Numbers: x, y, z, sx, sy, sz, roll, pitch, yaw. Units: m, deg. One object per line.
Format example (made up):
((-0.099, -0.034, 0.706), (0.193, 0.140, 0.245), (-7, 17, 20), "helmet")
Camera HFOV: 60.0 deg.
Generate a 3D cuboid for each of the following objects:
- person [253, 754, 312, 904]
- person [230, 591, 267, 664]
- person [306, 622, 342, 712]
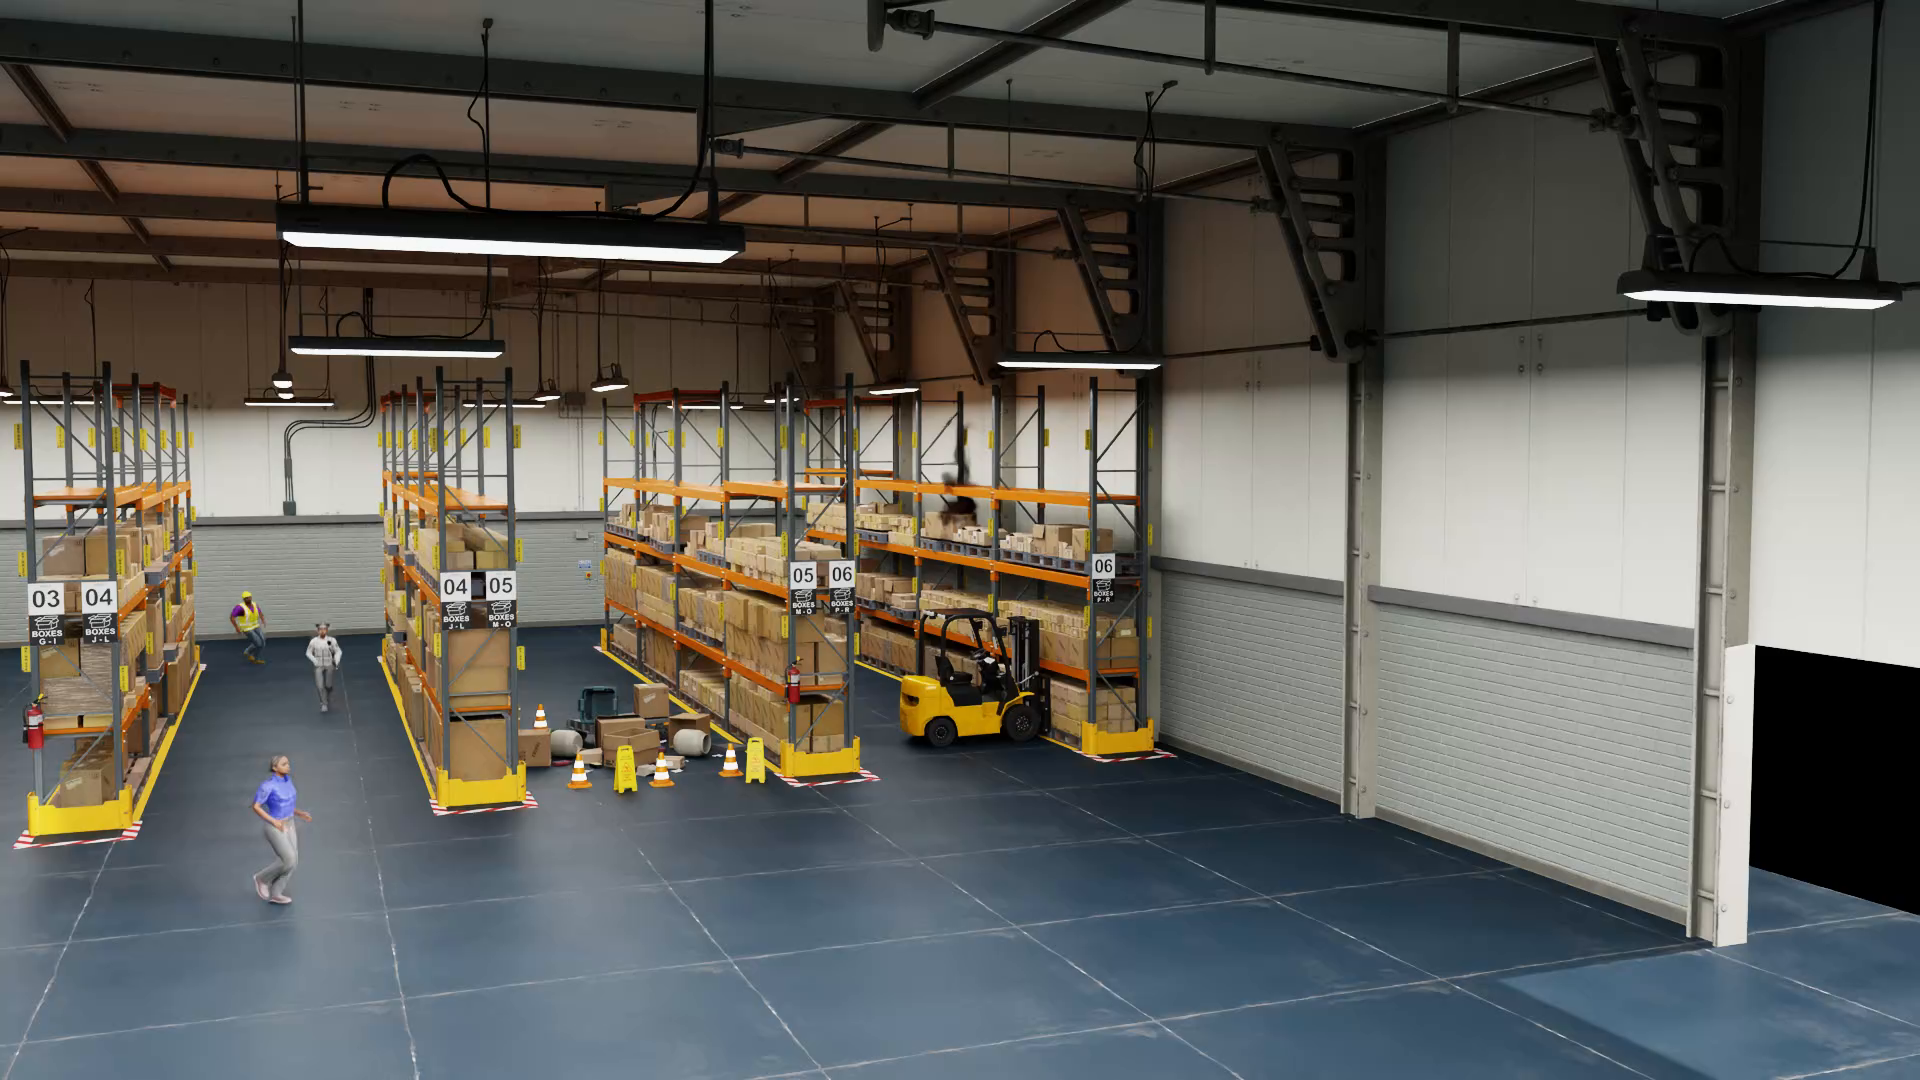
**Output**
((-7.321, 3.121, 17.938), (0.546, 1.597, 0.537), (1, 3, 10), "person")
((-15.764, 1.956, 36.918), (0.538, 1.668, 0.785), (1, 4, 22), "person")
((-11.774, 2.336, 30.774), (0.616, 1.659, 0.531), (-1, 4, -18), "person")
